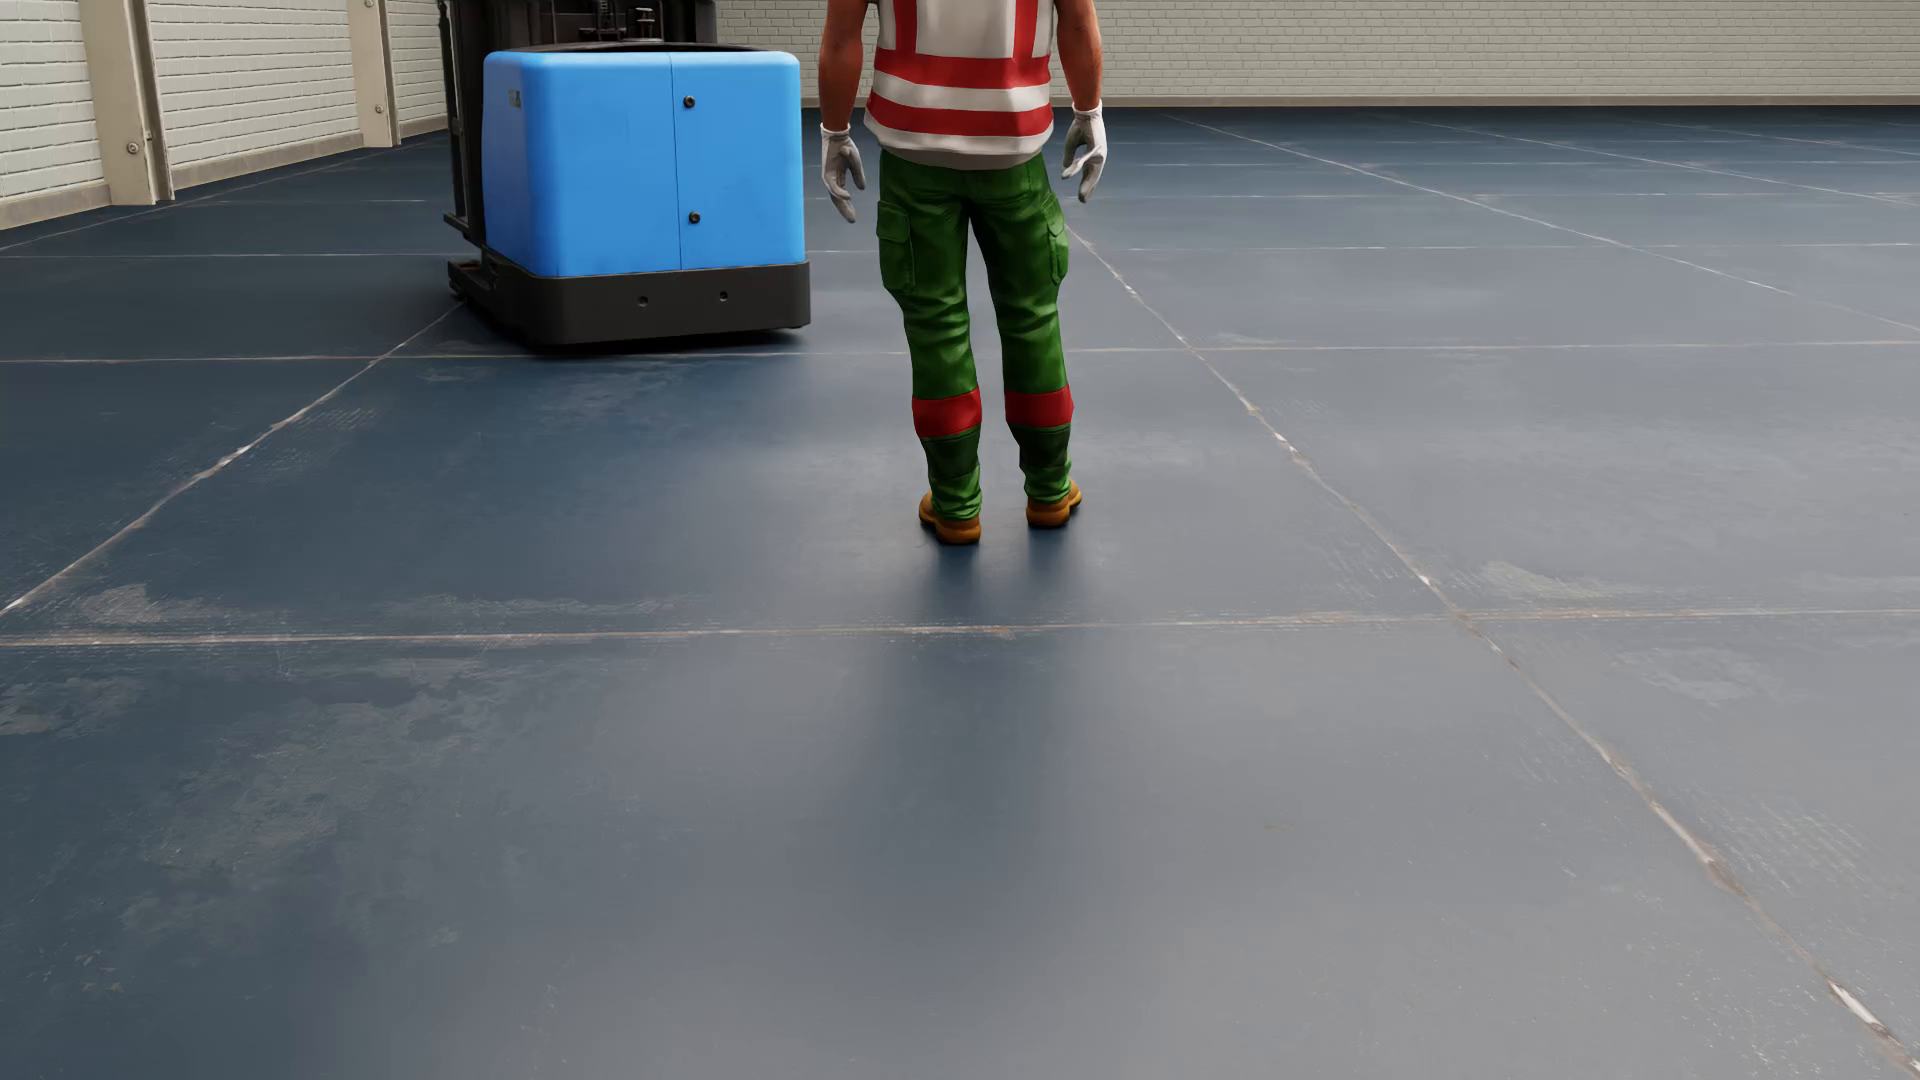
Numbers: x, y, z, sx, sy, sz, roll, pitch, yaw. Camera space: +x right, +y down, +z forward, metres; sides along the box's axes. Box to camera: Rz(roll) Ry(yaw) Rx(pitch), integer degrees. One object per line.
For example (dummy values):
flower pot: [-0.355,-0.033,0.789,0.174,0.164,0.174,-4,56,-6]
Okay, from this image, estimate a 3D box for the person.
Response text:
person: [0.008,-0.886,3.732,0.637,1.790,0.562,-1,17,-3]

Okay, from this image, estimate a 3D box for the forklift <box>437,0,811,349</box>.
forklift: [-1.658,-2.488,7.041,1.130,2.935,3.031,-8,19,-24]
